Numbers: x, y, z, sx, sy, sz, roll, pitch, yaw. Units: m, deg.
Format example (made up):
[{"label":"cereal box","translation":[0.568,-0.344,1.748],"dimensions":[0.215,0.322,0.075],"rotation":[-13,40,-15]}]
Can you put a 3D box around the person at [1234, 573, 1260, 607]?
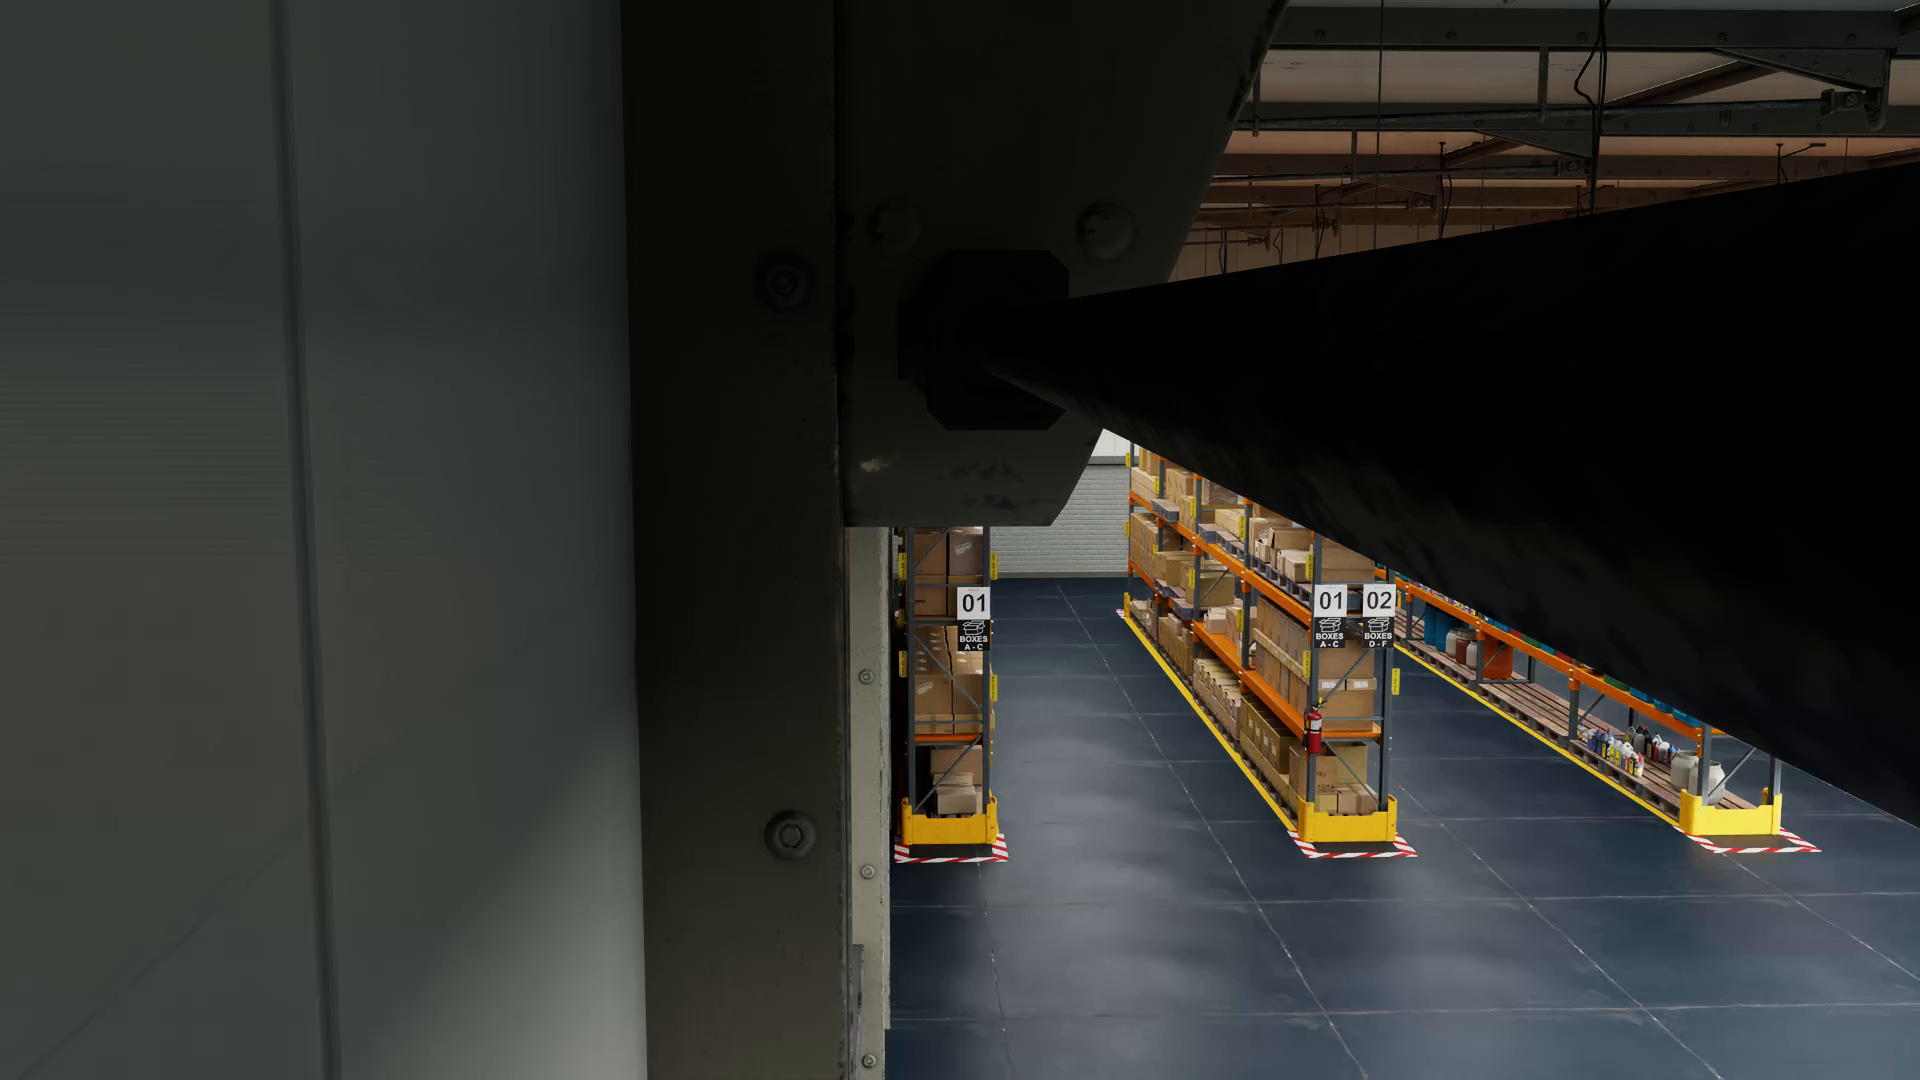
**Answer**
[{"label":"person","translation":[6.152,0.921,35.429],"dimensions":[0.717,1.773,1.019],"rotation":[-2,8,-14]}]
